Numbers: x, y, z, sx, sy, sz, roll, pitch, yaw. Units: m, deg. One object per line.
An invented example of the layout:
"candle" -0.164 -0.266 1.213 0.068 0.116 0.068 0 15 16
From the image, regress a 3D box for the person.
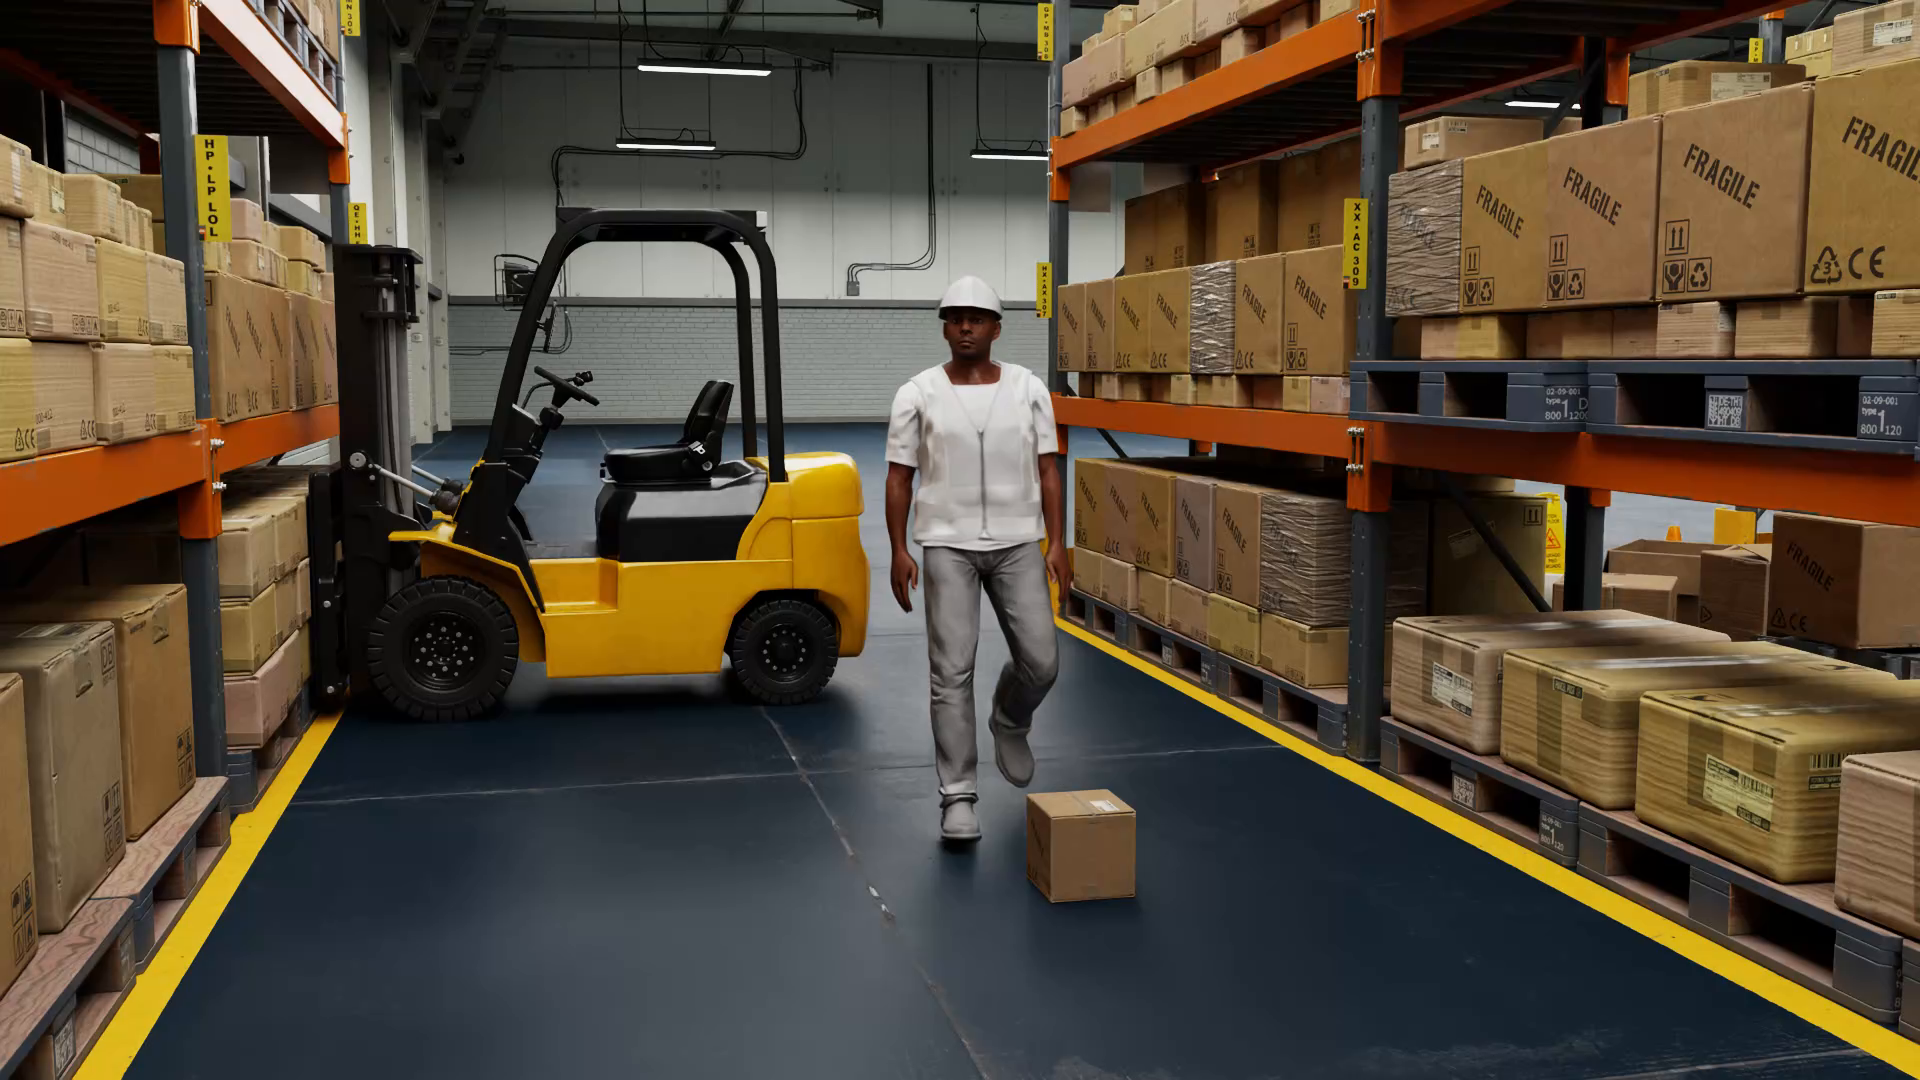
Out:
"person" 0.059 -0.309 5.373 0.600 1.082 0.355 -1 6 -7
